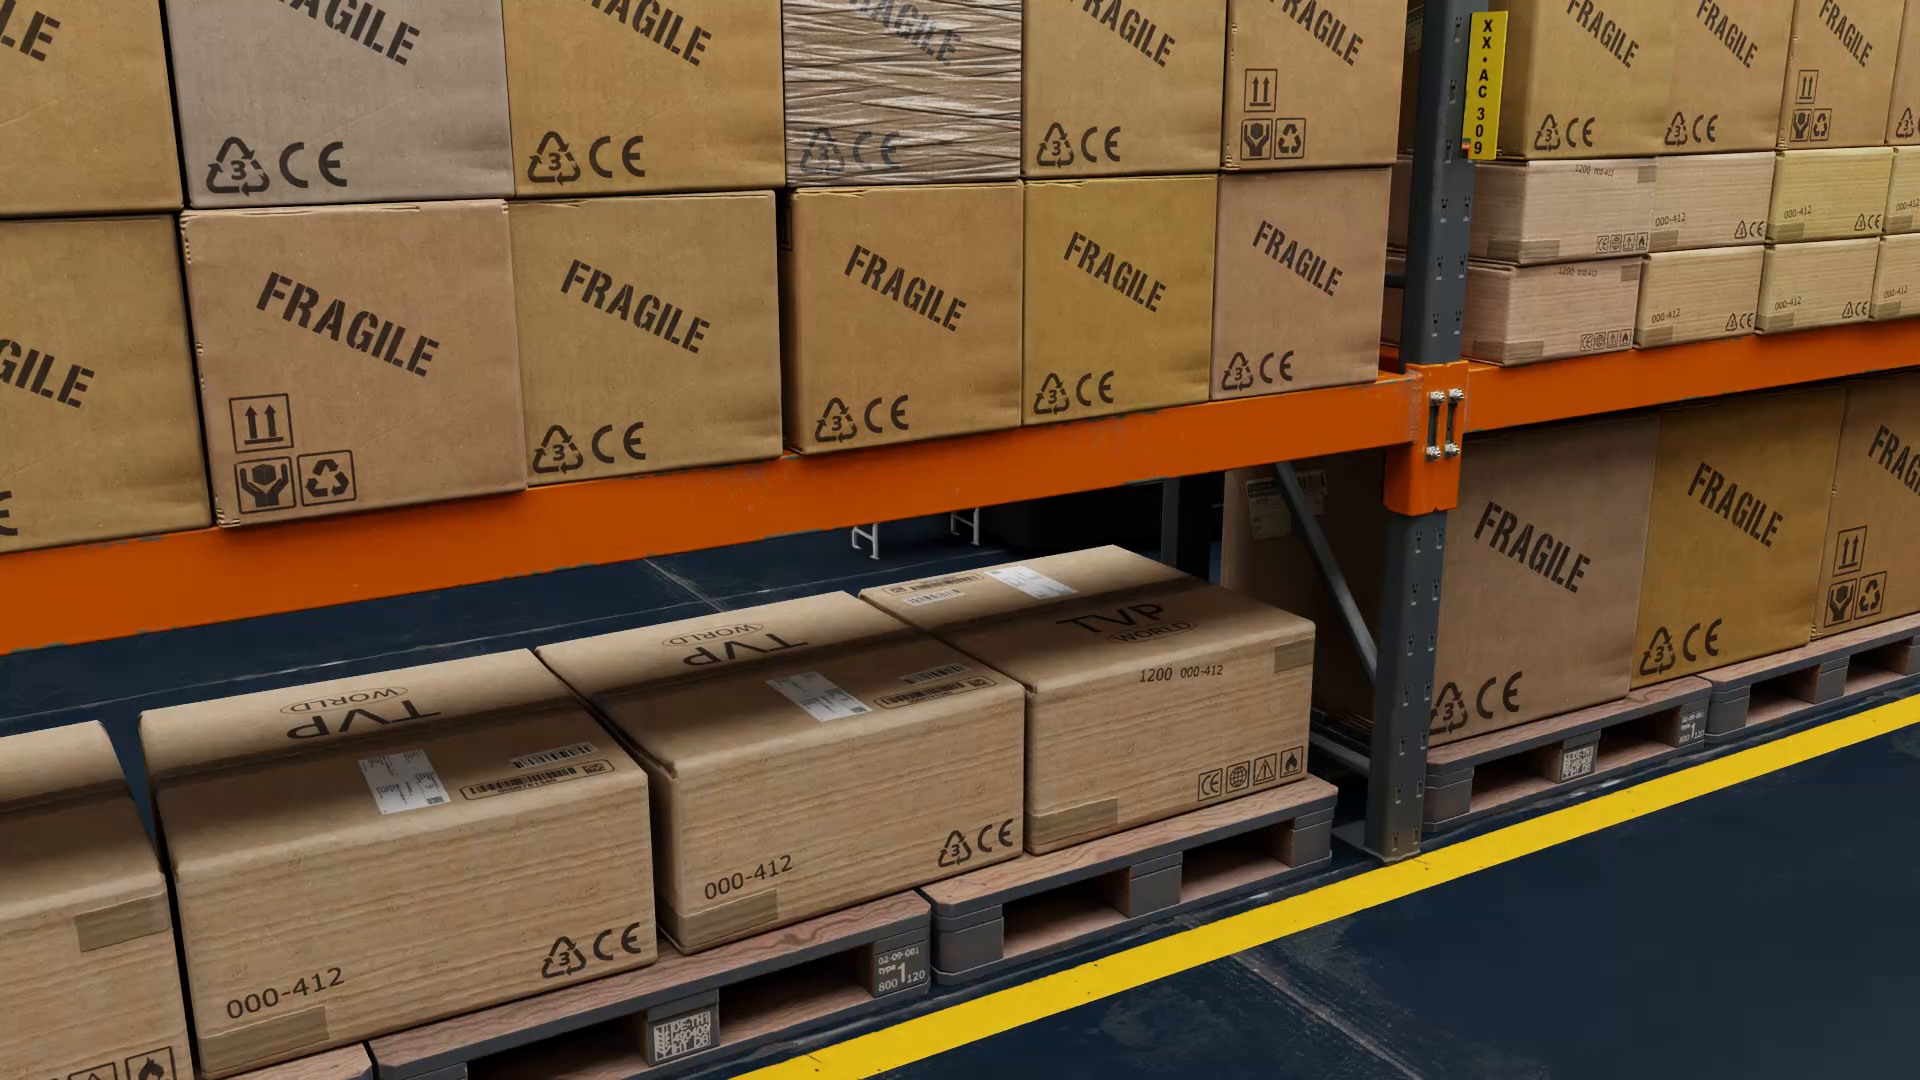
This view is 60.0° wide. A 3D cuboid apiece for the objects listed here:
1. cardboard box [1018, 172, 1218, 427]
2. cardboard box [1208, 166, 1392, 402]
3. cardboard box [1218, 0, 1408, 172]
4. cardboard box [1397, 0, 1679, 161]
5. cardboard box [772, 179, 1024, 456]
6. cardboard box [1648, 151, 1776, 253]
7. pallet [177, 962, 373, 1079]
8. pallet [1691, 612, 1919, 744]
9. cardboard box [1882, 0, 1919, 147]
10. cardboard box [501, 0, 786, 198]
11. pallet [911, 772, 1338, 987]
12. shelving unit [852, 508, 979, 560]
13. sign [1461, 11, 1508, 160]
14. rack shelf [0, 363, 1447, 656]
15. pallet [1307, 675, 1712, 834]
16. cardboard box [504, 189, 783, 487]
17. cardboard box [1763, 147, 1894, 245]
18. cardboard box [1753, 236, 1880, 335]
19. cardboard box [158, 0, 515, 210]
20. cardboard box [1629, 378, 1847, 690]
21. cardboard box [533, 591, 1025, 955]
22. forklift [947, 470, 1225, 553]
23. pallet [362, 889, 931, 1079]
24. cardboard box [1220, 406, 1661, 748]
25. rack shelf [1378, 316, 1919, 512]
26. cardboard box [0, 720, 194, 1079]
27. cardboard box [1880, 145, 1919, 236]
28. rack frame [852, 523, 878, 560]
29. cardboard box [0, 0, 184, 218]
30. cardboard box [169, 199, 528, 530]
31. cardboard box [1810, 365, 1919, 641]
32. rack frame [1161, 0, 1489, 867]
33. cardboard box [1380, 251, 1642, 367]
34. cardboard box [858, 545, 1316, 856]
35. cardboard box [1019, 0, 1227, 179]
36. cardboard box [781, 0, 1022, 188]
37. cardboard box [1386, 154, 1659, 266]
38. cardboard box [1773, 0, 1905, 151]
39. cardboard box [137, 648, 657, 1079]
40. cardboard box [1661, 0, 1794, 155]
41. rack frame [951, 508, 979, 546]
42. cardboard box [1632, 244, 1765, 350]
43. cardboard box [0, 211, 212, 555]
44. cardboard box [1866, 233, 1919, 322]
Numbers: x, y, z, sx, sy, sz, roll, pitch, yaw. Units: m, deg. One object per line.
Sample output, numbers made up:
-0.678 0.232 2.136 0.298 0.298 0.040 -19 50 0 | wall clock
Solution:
0.208 -0.564 3.678 0.500 0.500 0.500 -10 18 -31 | cardboard box
0.646 -0.636 3.937 0.500 0.500 0.500 -9 18 -29 | cardboard box
0.650 -1.112 3.781 0.500 0.500 0.500 -9 18 -30 | cardboard box
1.437 -1.236 4.224 0.500 0.500 0.500 -9 18 -29 | cardboard box
-0.215 -0.490 3.416 0.500 0.500 0.500 -10 18 -31 | cardboard box
1.867 -0.955 4.612 0.500 0.250 0.500 -9 18 -29 | cardboard box
-1.871 1.058 3.246 1.213 0.211 1.003 -9 18 -30 | pallet
2.582 0.335 5.822 1.213 0.211 1.003 -9 18 -30 | pallet
2.730 -1.456 5.008 0.500 0.500 0.500 -10 18 -31 | cardboard box
-0.655 -0.903 3.035 0.500 0.500 0.500 -9 18 -29 | cardboard box
0.220 0.718 4.456 1.213 0.211 1.003 -9 18 -30 | pallet
-0.195 -0.551 7.153 0.503 1.200 0.258 -8 18 -26 | shelving unit
1.199 -1.039 3.807 0.005 0.325 0.100 -9 18 -30 | sign
-0.802 -0.087 3.497 4.000 0.370 1.077 -9 18 -30 | rack shelf
1.535 0.506 5.213 1.213 0.211 1.003 -9 18 -30 | pallet
-0.672 -0.421 3.169 0.500 0.500 0.500 -9 18 -28 | cardboard box
2.313 -1.019 4.840 0.500 0.250 0.500 -9 18 -29 | cardboard box
2.316 -0.780 4.911 0.500 0.250 0.500 -9 18 -30 | cardboard box
-1.082 -0.833 2.786 0.500 0.500 0.500 -9 18 -30 | cardboard box
2.173 -0.123 5.450 0.875 0.875 0.875 -9 18 -28 | cardboard box
-0.448 0.507 4.014 0.875 0.438 0.875 -10 18 -31 | cardboard box
1.378 -1.607 7.711 3.031 2.935 1.130 -8 18 -27 | forklift
-0.827 0.889 3.847 1.213 0.211 1.003 -9 18 -30 | pallet
1.402 0.004 4.995 0.875 0.875 0.875 -9 18 -28 | cardboard box
2.627 -0.643 5.481 4.000 0.370 1.077 -9 18 -30 | rack shelf
-2.002 0.761 3.107 0.875 0.438 0.875 -10 18 -32 | cardboard box
2.746 -1.090 5.093 0.500 0.250 0.500 -10 18 -31 | cardboard box
-0.411 -0.521 7.045 0.015 1.200 0.240 -8 18 -26 | rack frame
-1.519 -0.760 2.525 0.500 0.500 0.500 -10 18 -31 | cardboard box
-1.093 -0.348 2.907 0.500 0.500 0.500 -9 18 -30 | cardboard box
2.939 -0.247 5.893 0.875 0.875 0.875 -9 18 -29 | cardboard box
0.912 -0.712 4.392 0.127 3.000 1.000 -9 18 -30 | rack frame
1.425 -0.640 4.412 0.500 0.250 0.500 -10 18 -31 | cardboard box
0.319 0.382 4.458 0.875 0.438 0.875 -10 18 -31 | cardboard box
0.211 -1.043 3.537 0.500 0.500 0.500 -10 18 -31 | cardboard box
-0.221 -0.970 3.276 0.500 0.500 0.500 -9 18 -29 | cardboard box
1.435 -0.876 4.330 0.500 0.250 0.500 -10 18 -31 | cardboard box
2.291 -1.382 4.746 0.500 0.500 0.500 -10 18 -31 | cardboard box
-1.222 0.632 3.568 0.875 0.438 0.875 -9 18 -28 | cardboard box
1.859 -1.313 4.499 0.500 0.500 0.500 -9 18 -30 | cardboard box
0.022 -0.582 7.261 0.015 1.200 0.240 -8 18 -26 | rack frame
1.868 -0.712 4.670 0.500 0.250 0.500 -10 18 -31 | cardboard box
-1.538 -0.281 2.670 0.500 0.500 0.500 -10 18 -31 | cardboard box
2.749 -0.847 5.152 0.500 0.250 0.500 -10 18 -31 | cardboard box
